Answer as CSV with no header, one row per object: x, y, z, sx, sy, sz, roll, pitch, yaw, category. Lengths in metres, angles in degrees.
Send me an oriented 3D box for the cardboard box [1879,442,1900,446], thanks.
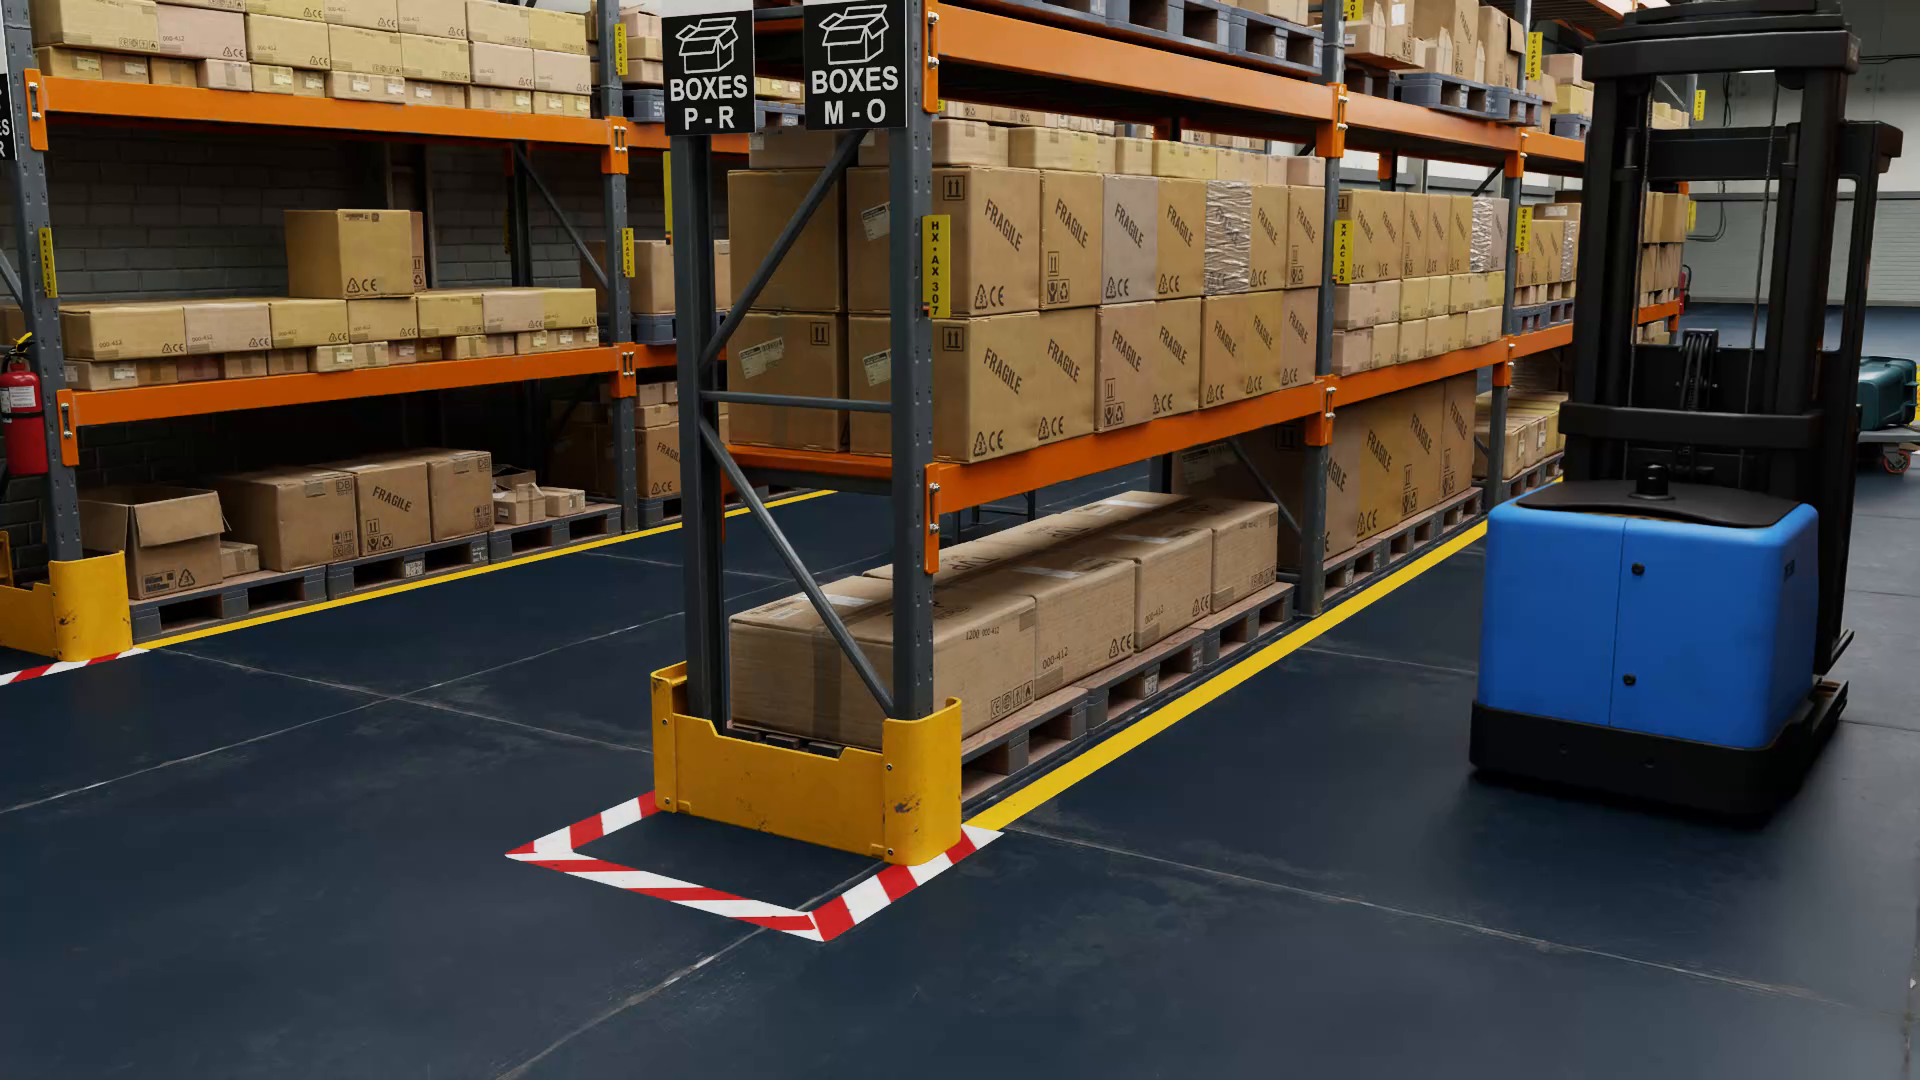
8.533,-1.157,15.813,0.797,0.637,0.503,6,12,31,cardboard box

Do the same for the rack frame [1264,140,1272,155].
3.515,-6.406,21.131,1.000,3.000,0.127,6,12,31,rack frame

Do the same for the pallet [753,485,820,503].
-1.692,-0.523,13.590,1.003,0.211,1.213,6,12,31,pallet

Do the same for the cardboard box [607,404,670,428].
-2.301,-0.897,11.899,0.380,0.149,0.250,7,13,33,cardboard box

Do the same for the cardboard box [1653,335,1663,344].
7.298,-1.974,18.052,0.500,0.500,0.500,7,13,33,cardboard box

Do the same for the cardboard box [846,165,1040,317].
-0.055,-1.056,5.869,0.500,0.500,0.500,6,12,29,cardboard box

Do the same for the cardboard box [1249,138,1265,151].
3.494,-5.143,20.854,0.500,0.500,0.500,7,13,33,cardboard box

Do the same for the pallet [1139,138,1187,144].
1.859,-4.395,18.785,1.003,0.211,1.213,6,12,31,pallet

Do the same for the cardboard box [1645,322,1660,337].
7.300,-2.271,17.880,0.380,0.149,0.250,7,12,32,cardboard box

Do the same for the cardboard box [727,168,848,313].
-0.501,-1.106,6.137,0.500,0.500,0.500,7,13,33,cardboard box

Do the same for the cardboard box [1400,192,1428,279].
2.506,-1.840,10.056,0.500,0.500,0.500,6,12,29,cardboard box

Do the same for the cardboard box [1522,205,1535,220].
5.136,-3.035,15.443,0.380,0.149,0.250,6,12,30,cardboard box

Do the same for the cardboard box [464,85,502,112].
-3.057,-2.718,10.267,0.380,0.149,0.250,6,12,30,cardboard box

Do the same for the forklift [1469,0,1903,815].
3.221,-0.681,7.042,1.130,2.935,3.031,7,13,34,forklift

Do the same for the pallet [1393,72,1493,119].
2.739,-2.824,10.665,1.003,0.211,1.213,7,13,33,pallet

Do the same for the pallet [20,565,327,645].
-4.339,0.293,9.233,1.003,0.211,1.213,6,12,31,pallet

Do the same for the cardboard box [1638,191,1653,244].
6.380,-3.168,16.341,0.700,0.500,0.500,6,12,31,cardboard box

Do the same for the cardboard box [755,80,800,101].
-1.444,-3.429,12.654,0.380,0.149,0.250,7,13,32,cardboard box

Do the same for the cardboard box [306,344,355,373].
-3.675,-1.041,9.458,0.380,0.149,0.250,6,12,29,cardboard box

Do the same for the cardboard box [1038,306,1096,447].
0.186,-0.646,6.399,0.500,0.500,0.500,6,12,30,cardboard box

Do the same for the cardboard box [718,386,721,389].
-2.135,-1.159,13.299,0.380,0.149,0.250,7,12,31,cardboard box

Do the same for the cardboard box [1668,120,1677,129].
7.197,-4.263,17.436,0.500,0.250,0.500,7,13,32,cardboard box

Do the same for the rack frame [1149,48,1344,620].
1.529,-1.096,9.072,1.000,3.000,0.127,6,12,31,rack frame

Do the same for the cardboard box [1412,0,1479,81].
2.939,-3.150,10.480,0.500,0.500,0.500,7,12,31,cardboard box

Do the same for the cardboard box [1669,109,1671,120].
7.377,-4.531,17.784,0.380,0.149,0.250,6,12,31,cardboard box

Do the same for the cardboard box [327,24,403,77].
-3.556,-2.776,9.493,0.500,0.250,0.500,6,12,30,cardboard box

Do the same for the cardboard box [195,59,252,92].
-3.949,-2.431,8.735,0.380,0.149,0.250,7,13,32,cardboard box

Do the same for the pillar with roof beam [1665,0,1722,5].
21.638,-10.689,44.011,9.100,9.000,0.548,6,12,31,pillar with roof beam

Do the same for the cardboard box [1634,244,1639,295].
6.390,-2.673,16.417,0.500,0.500,0.500,6,12,30,cardboard box

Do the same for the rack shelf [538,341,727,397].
-1.677,-1.531,13.349,1.077,0.370,4.000,6,12,31,rack shelf

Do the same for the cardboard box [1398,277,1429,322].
2.530,-1.472,10.128,0.500,0.250,0.500,7,12,31,cardboard box

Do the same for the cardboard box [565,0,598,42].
-2.615,-3.581,11.528,0.396,0.266,0.258,6,12,30,cardboard box

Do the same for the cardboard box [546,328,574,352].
-2.781,-1.329,10.999,0.380,0.149,0.250,7,13,32,cardboard box

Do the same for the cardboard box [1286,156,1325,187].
1.641,-1.877,8.490,0.380,0.149,0.250,6,12,30,cardboard box

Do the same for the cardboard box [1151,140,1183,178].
0.715,-1.596,6.989,0.380,0.149,0.250,6,12,29,cardboard box

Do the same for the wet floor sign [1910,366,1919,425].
10.365,-1.563,17.963,0.267,0.644,0.232,4,11,21,wet floor sign

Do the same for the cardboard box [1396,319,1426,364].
2.530,-1.227,10.179,0.500,0.250,0.500,6,12,30,cardboard box

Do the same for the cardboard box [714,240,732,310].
-2.004,-1.961,12.282,0.700,0.500,0.500,7,12,31,cardboard box

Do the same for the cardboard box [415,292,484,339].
-3.288,-1.381,10.196,0.500,0.250,0.500,6,12,30,cardboard box

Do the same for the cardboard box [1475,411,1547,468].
4.284,-0.845,13.729,0.950,0.372,0.625,6,12,30,cardboard box

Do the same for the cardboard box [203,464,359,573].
-3.916,-0.136,9.597,0.700,0.500,0.500,7,13,33,cardboard box

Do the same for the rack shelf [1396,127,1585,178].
4.644,-3.161,13.903,1.077,0.370,4.000,6,12,31,rack shelf

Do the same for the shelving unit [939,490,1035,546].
0.044,-0.751,11.302,0.538,1.500,1.048,6,12,31,shelving unit

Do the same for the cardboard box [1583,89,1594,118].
5.236,-3.777,14.505,0.500,0.250,0.500,7,12,31,cardboard box

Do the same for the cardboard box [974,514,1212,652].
0.647,0.186,8.044,0.875,0.438,0.875,6,12,29,cardboard box

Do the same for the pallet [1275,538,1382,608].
1.866,0.146,10.016,1.003,0.211,1.213,6,12,31,pallet

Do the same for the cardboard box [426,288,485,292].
-3.457,-1.511,10.885,0.500,0.250,0.500,6,12,30,cardboard box

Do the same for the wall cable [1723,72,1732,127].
22.931,-12.135,46.449,3.097,2.526,0.112,6,12,31,wall cable

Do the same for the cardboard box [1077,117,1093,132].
1.127,-4.232,16.943,0.380,0.149,0.250,6,12,31,cardboard box

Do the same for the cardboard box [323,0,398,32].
-3.561,-3.019,9.431,0.500,0.250,0.500,7,13,32,cardboard box

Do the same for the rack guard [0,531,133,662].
-4.752,0.276,8.536,1.175,0.500,0.348,6,12,31,rack guard

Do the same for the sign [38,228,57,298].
-4.328,-1.314,7.885,0.100,0.325,0.005,6,12,31,sign

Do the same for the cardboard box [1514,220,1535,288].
4.037,-2.176,12.617,0.500,0.500,0.500,6,12,29,cardboard box
